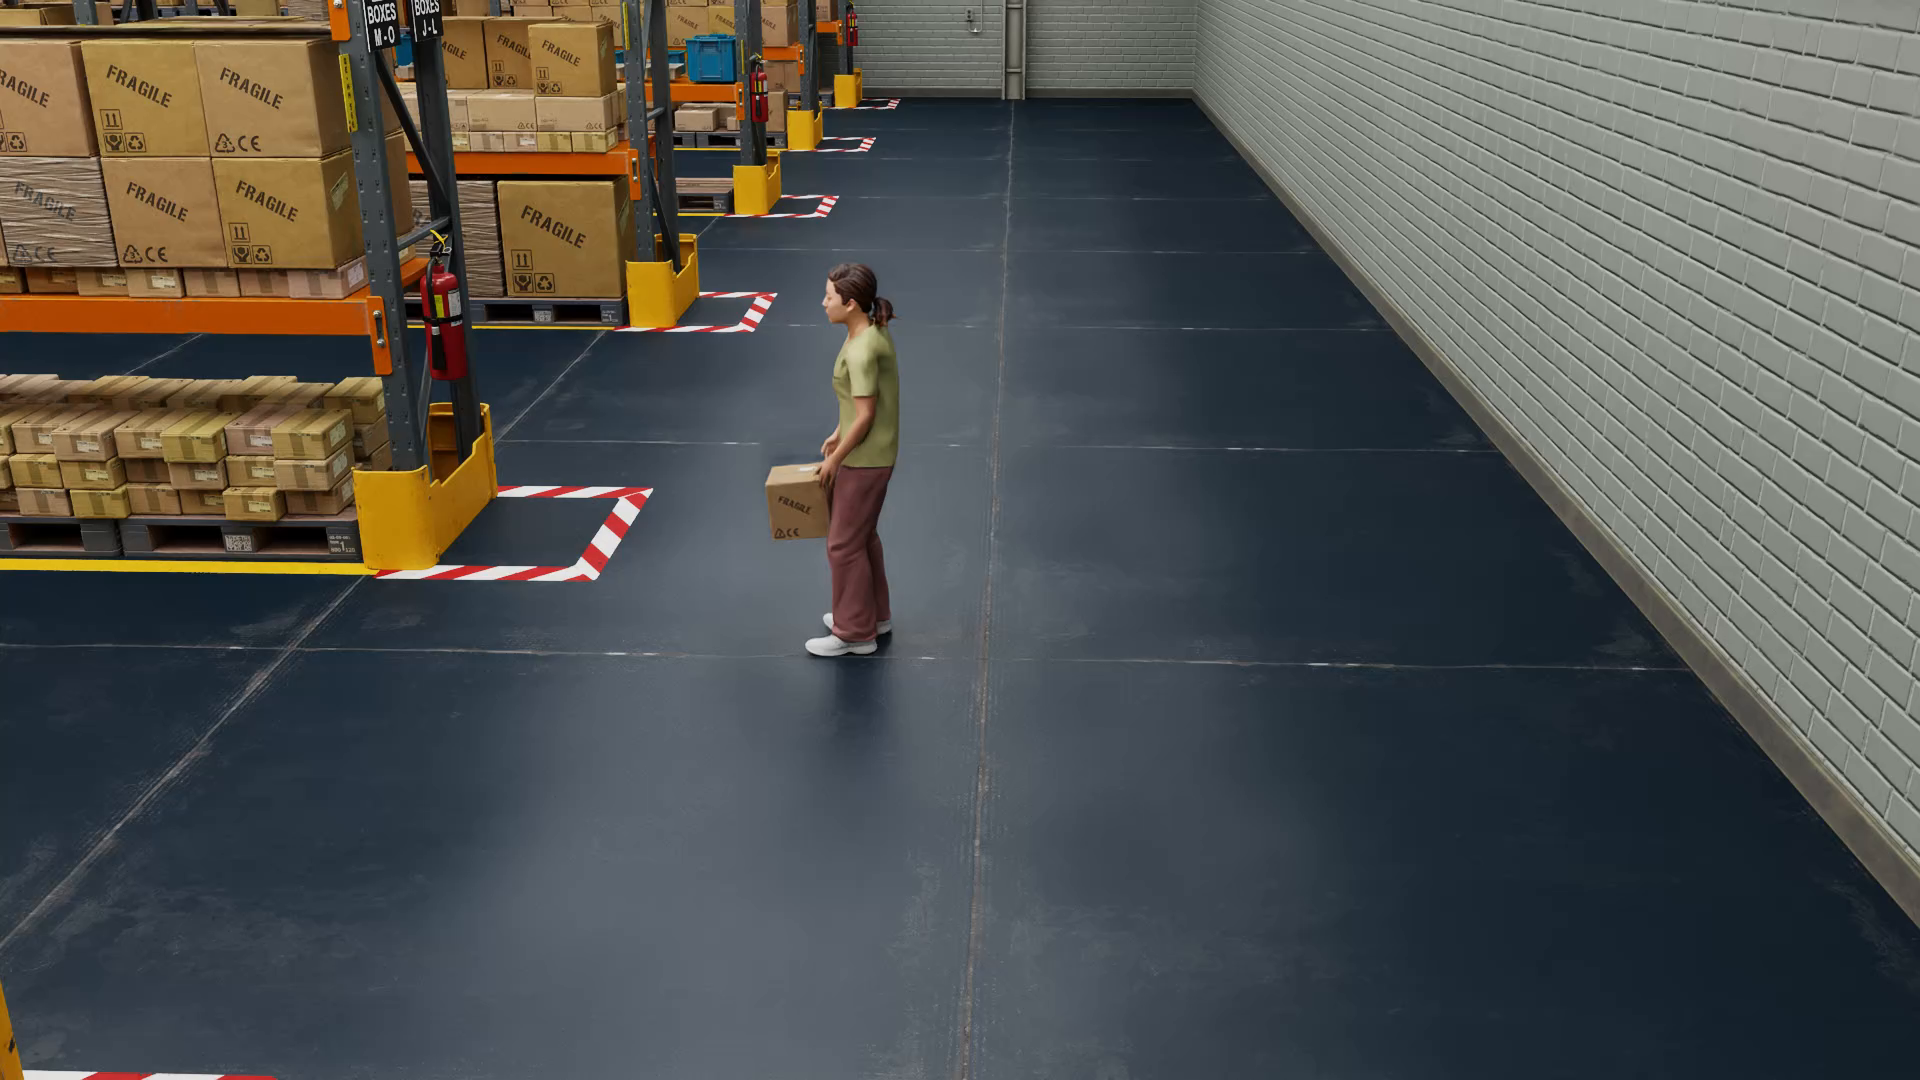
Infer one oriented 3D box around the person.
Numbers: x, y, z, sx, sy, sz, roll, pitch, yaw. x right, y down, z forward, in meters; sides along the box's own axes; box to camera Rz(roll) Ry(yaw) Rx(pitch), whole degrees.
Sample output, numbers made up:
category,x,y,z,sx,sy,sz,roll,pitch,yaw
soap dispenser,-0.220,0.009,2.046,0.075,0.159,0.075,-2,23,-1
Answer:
category,x,y,z,sx,sy,sz,roll,pitch,yaw
person,-0.457,-0.329,6.940,0.414,1.676,0.477,0,21,1
